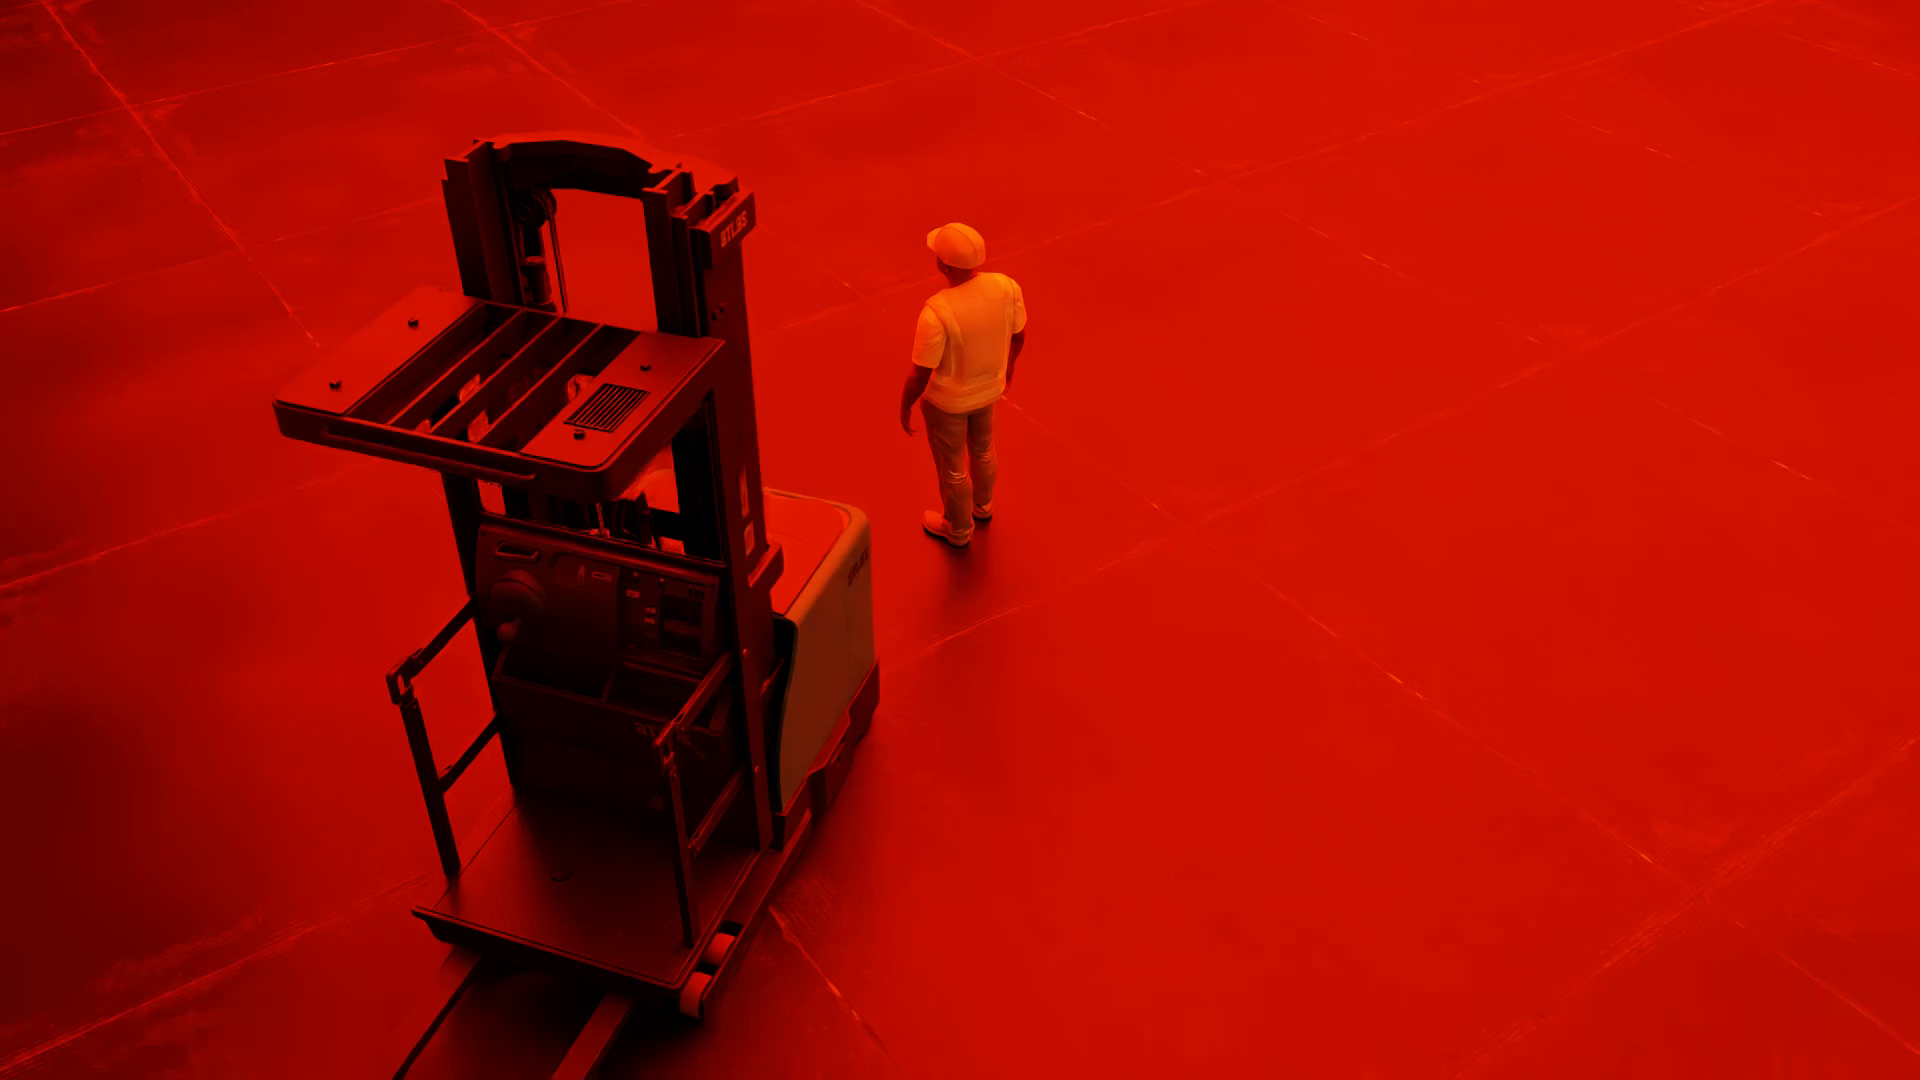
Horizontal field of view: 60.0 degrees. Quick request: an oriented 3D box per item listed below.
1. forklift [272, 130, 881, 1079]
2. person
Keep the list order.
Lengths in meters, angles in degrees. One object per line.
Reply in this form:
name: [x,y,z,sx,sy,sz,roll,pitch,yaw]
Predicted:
forklift: [-1.322,0.283,5.562,1.130,2.935,3.031,12,38,16]
person: [-0.035,-0.752,7.929,0.665,1.765,0.577,-23,42,-28]
